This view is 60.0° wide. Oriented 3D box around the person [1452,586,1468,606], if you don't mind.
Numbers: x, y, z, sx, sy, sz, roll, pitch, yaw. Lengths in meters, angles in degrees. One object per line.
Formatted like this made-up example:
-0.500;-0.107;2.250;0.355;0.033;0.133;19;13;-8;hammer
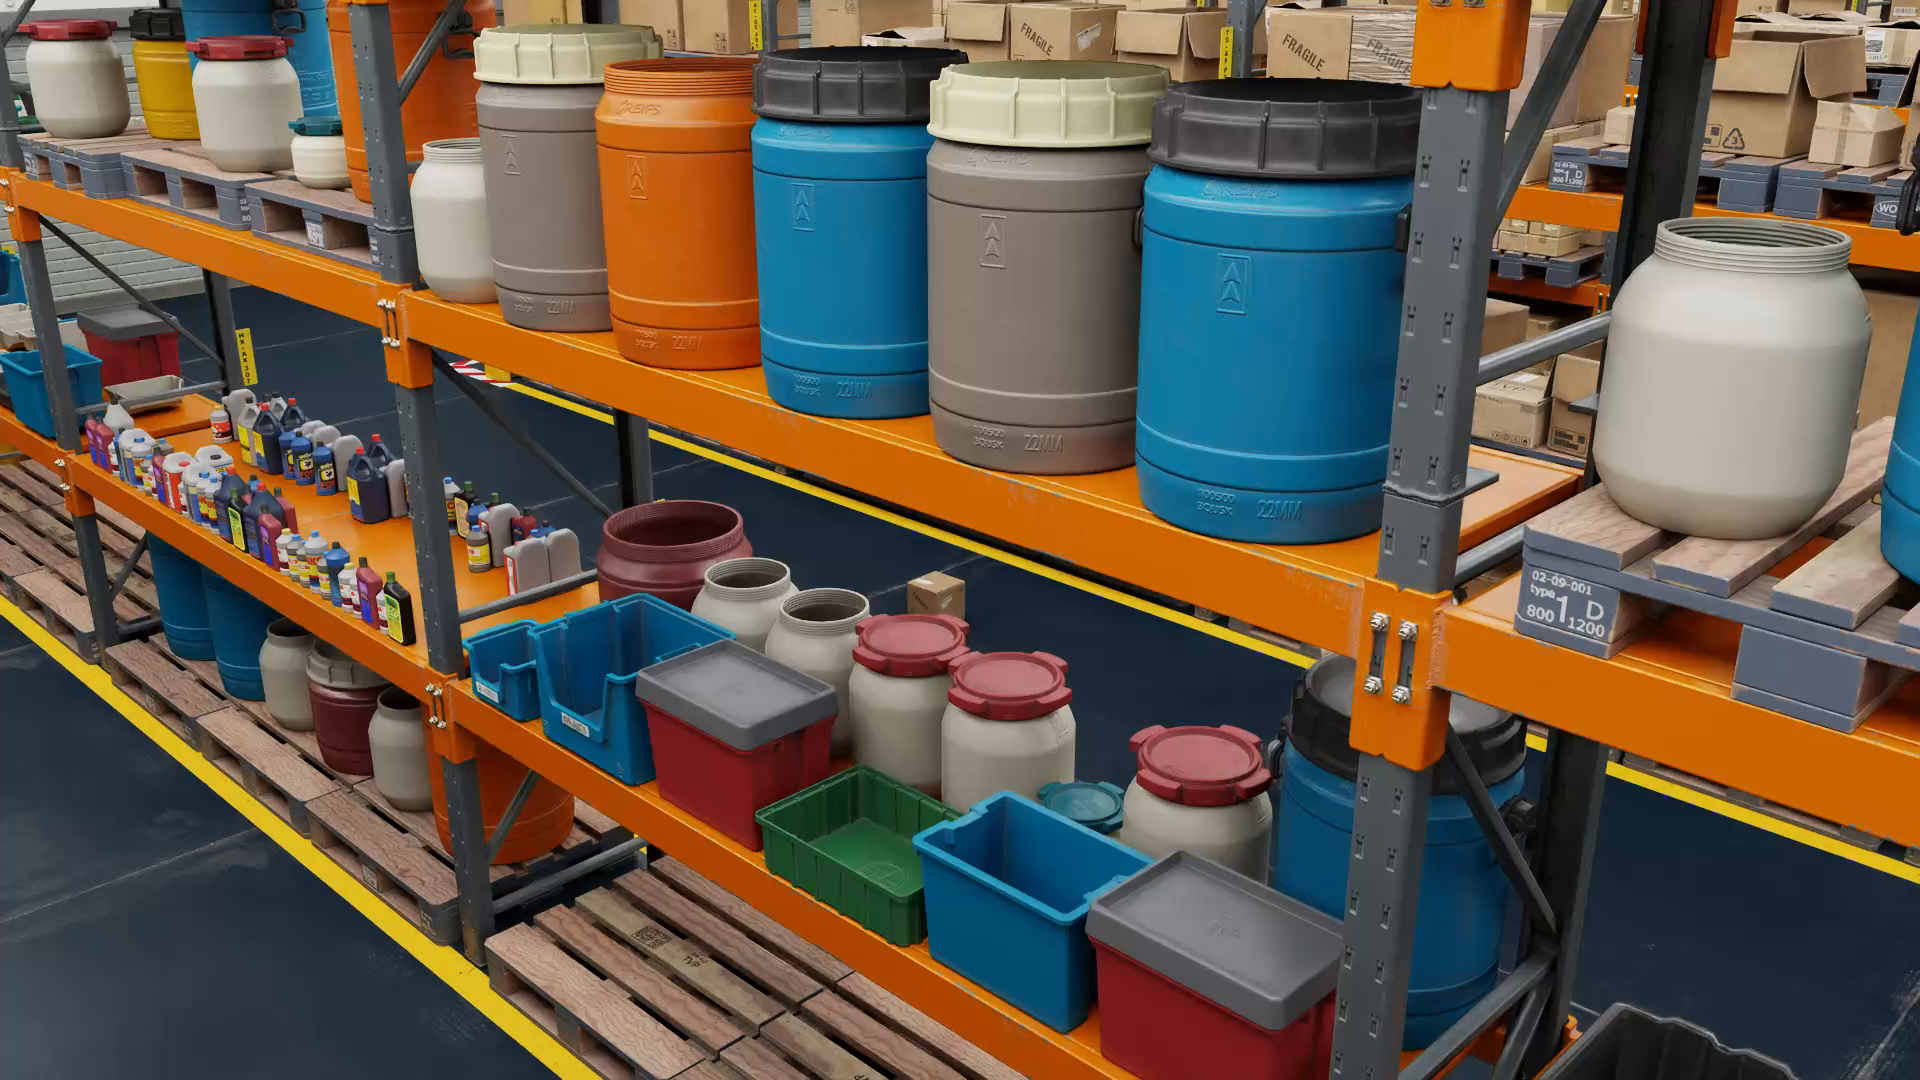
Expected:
2.060;0.708;7.167;0.510;1.681;0.790;-13;24;-31;person
